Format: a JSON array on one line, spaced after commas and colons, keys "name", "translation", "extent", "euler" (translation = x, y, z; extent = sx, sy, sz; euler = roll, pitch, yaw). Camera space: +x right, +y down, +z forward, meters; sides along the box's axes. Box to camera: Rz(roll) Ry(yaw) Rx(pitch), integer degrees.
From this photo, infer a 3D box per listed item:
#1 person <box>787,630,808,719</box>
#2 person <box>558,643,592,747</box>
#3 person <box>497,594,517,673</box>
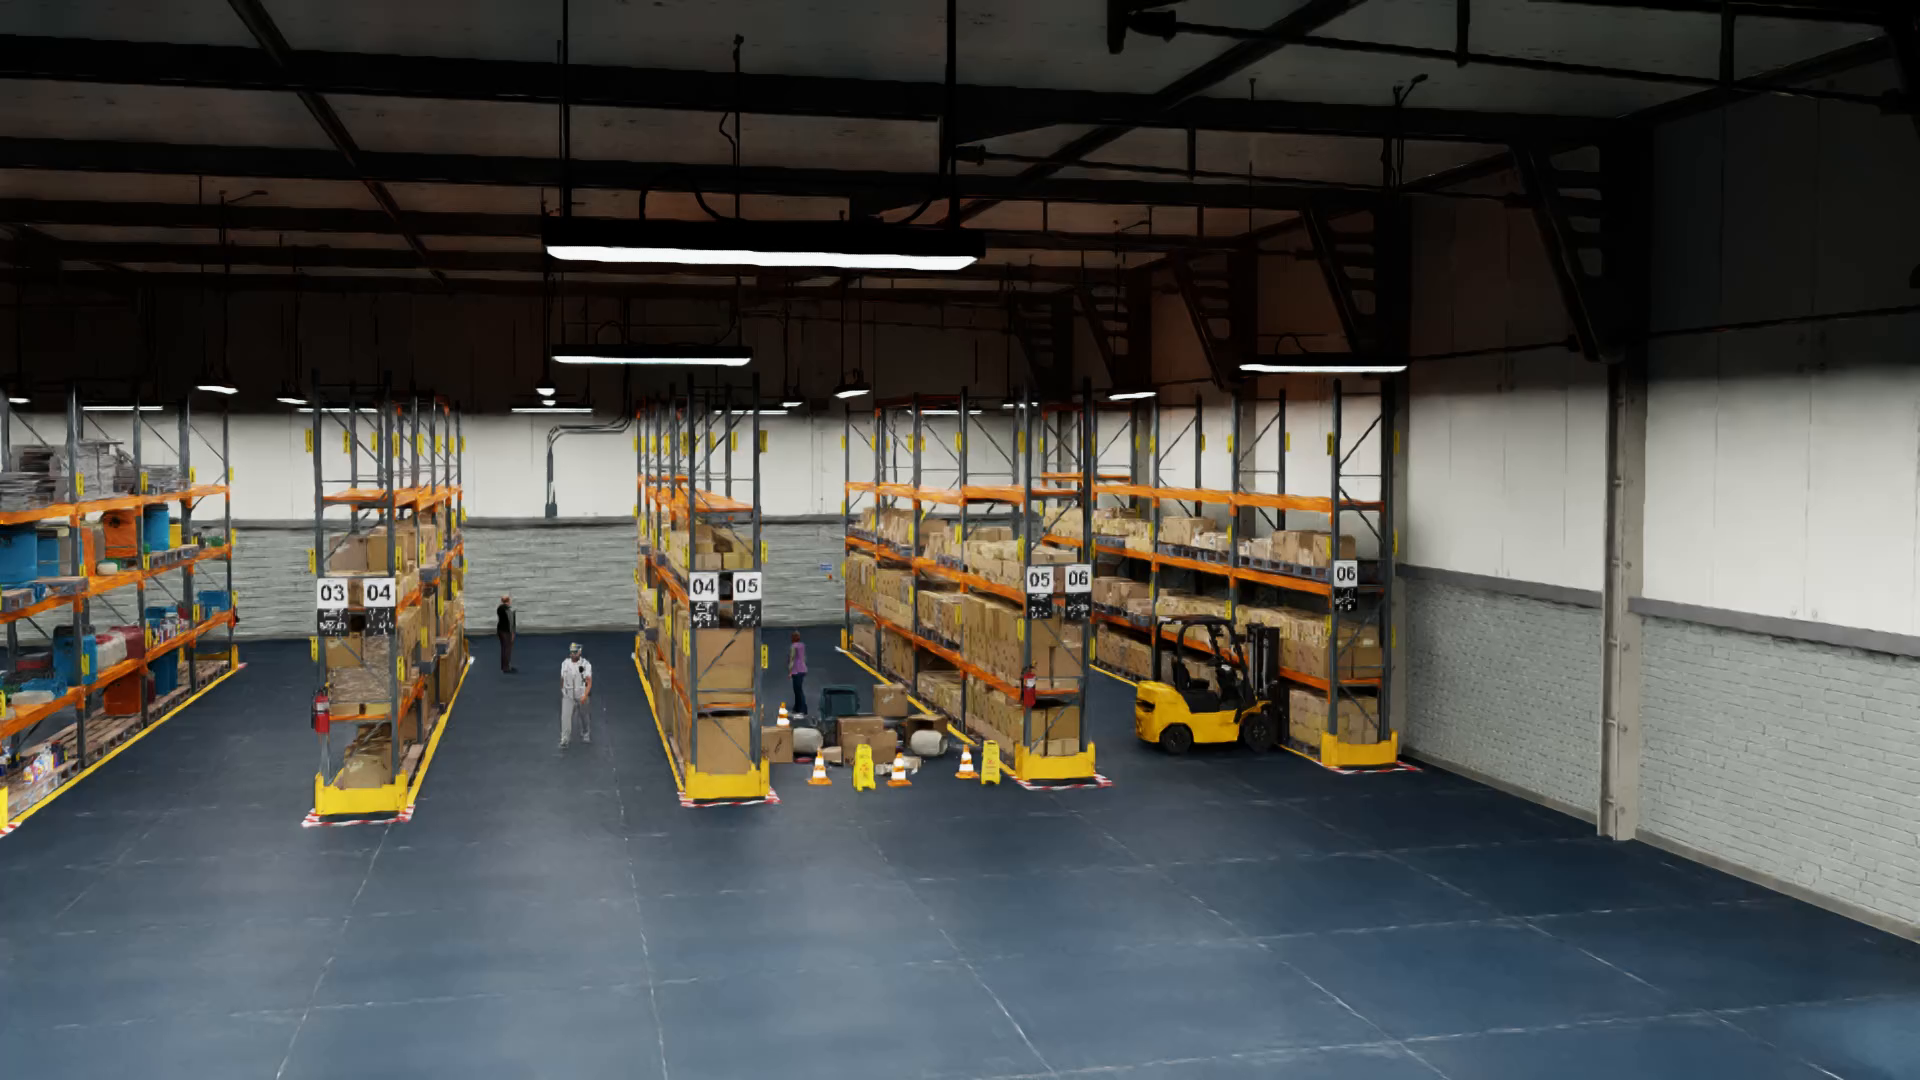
[{"name": "person", "translation": [-2.996, 2.438, 30.376], "extent": [0.527, 1.592, 0.522], "euler": [1, 3, 19]}, {"name": "person", "translation": [-6.353, 2.542, 27.545], "extent": [0.533, 1.707, 1.040], "euler": [0, 3, -4]}, {"name": "person", "translation": [-9.877, 2.026, 36.358], "extent": [0.444, 1.725, 0.581], "euler": [-3, 5, -44]}]
